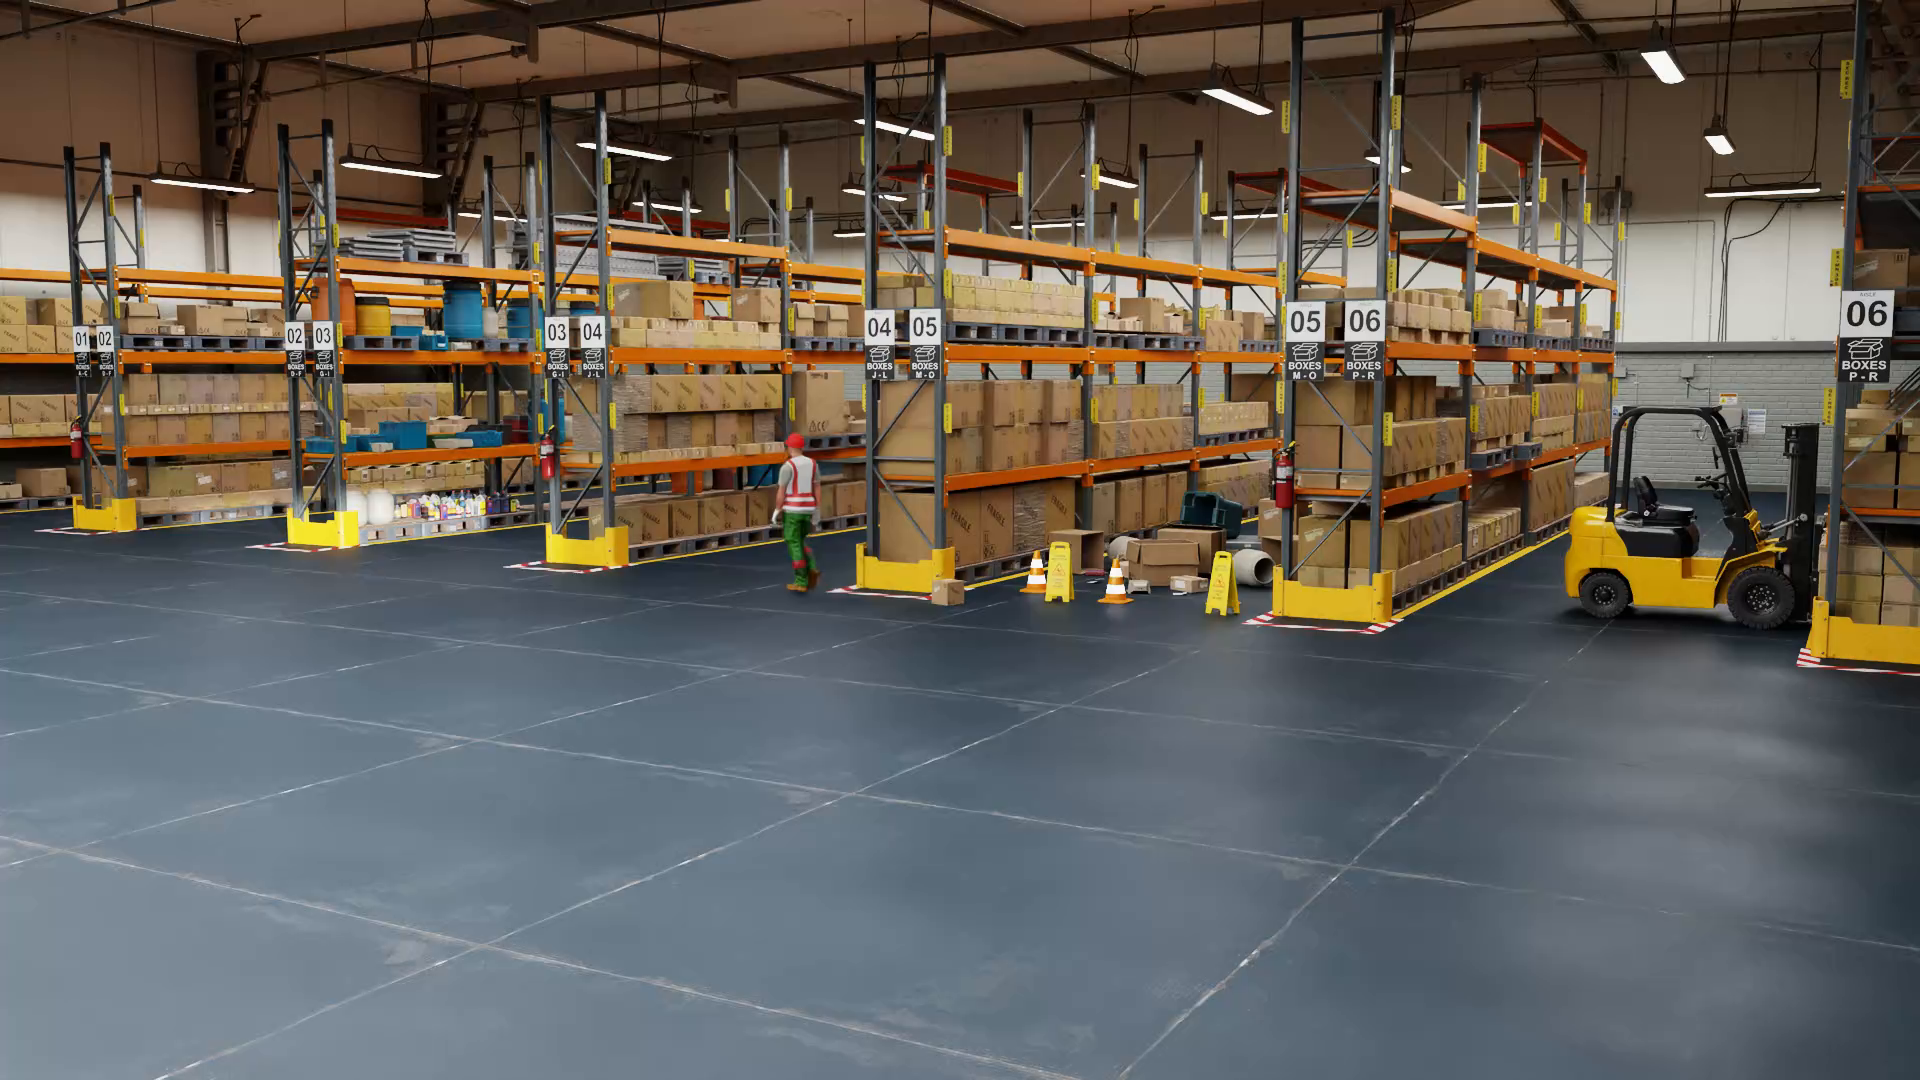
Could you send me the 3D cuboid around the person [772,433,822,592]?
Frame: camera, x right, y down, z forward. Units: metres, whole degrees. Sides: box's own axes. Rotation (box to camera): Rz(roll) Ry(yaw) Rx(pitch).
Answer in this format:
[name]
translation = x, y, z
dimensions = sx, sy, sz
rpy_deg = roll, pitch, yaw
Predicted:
[person]
translation = -1.854, -0.314, 18.820
dimensions = 0.451, 1.793, 0.542
rpy_deg = 5, 8, 41
